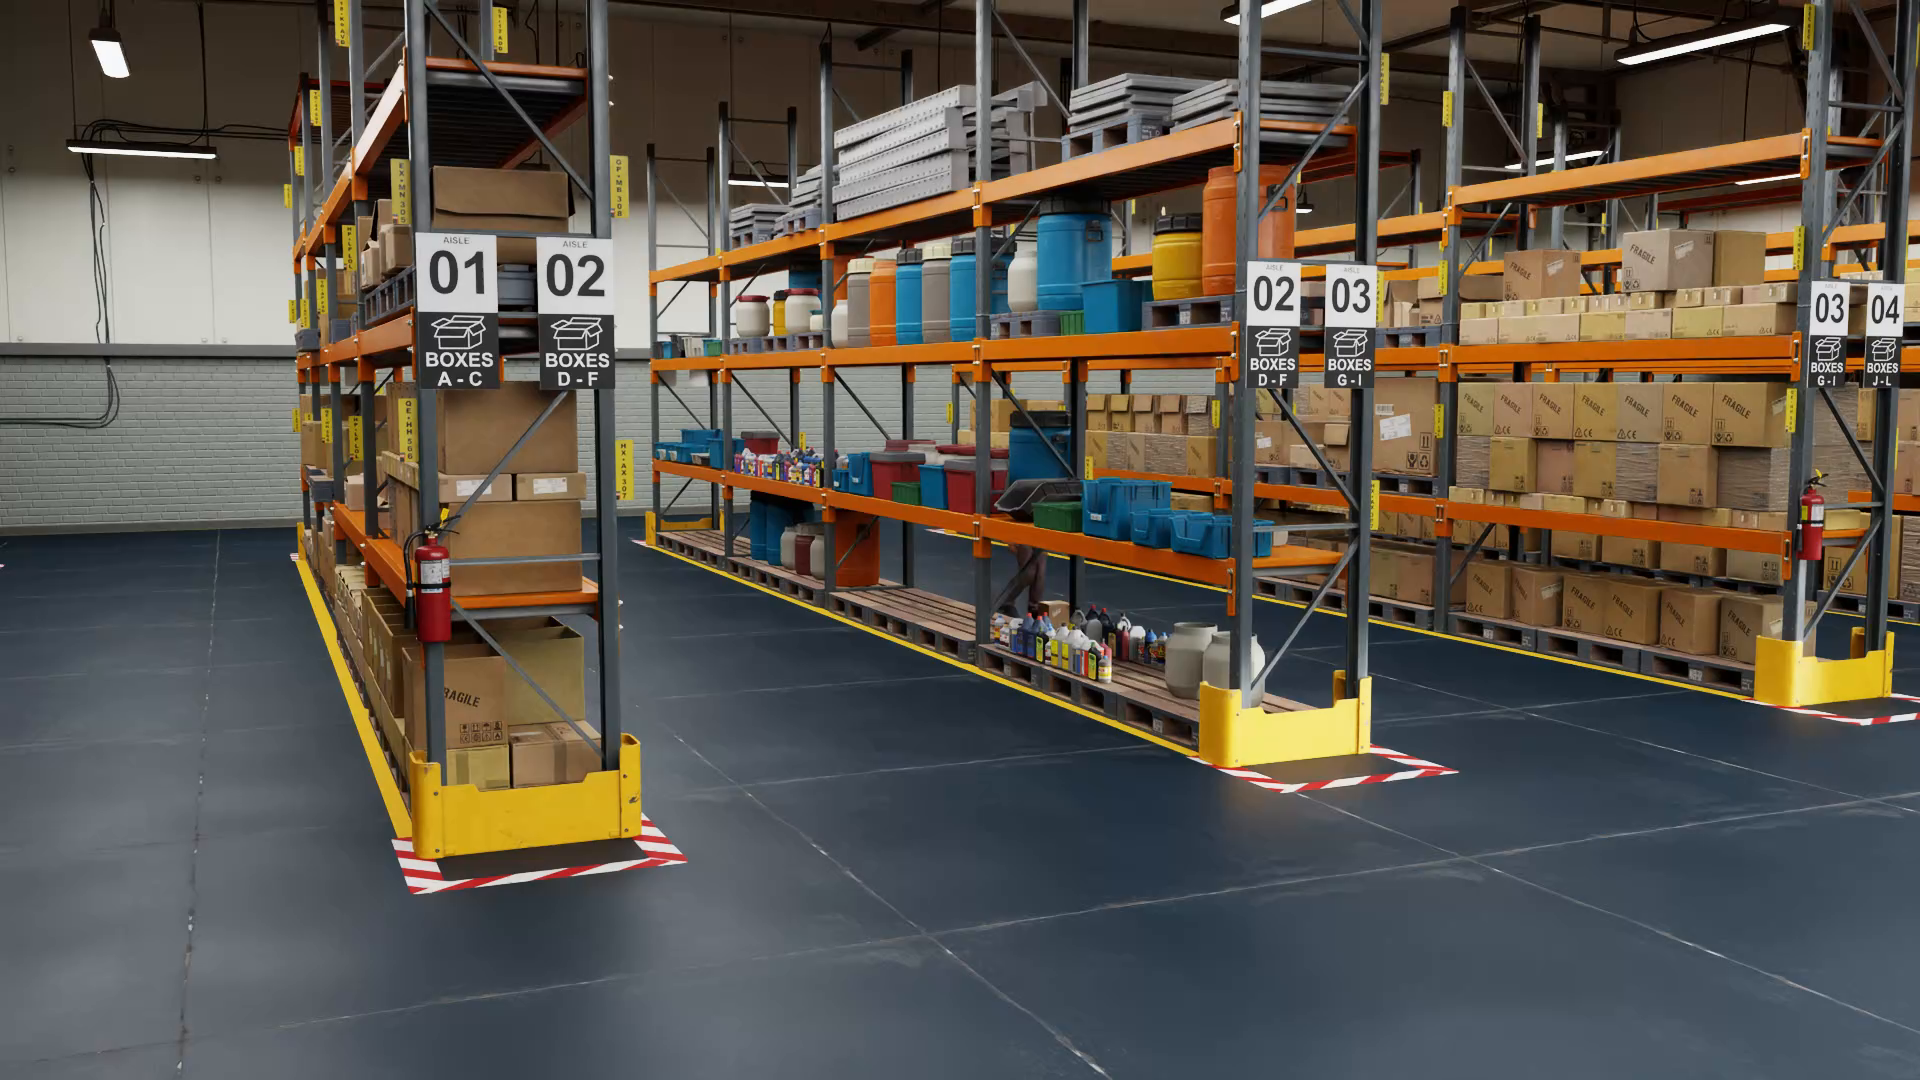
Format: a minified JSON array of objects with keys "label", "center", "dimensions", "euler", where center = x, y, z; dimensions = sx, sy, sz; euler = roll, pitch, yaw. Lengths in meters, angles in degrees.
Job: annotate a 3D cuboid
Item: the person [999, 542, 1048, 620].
[{"label":"person","center":[0.717,-0.027,17.106],"dimensions":[0.563,1.721,0.529],"euler":[-5,7,-43]}]
